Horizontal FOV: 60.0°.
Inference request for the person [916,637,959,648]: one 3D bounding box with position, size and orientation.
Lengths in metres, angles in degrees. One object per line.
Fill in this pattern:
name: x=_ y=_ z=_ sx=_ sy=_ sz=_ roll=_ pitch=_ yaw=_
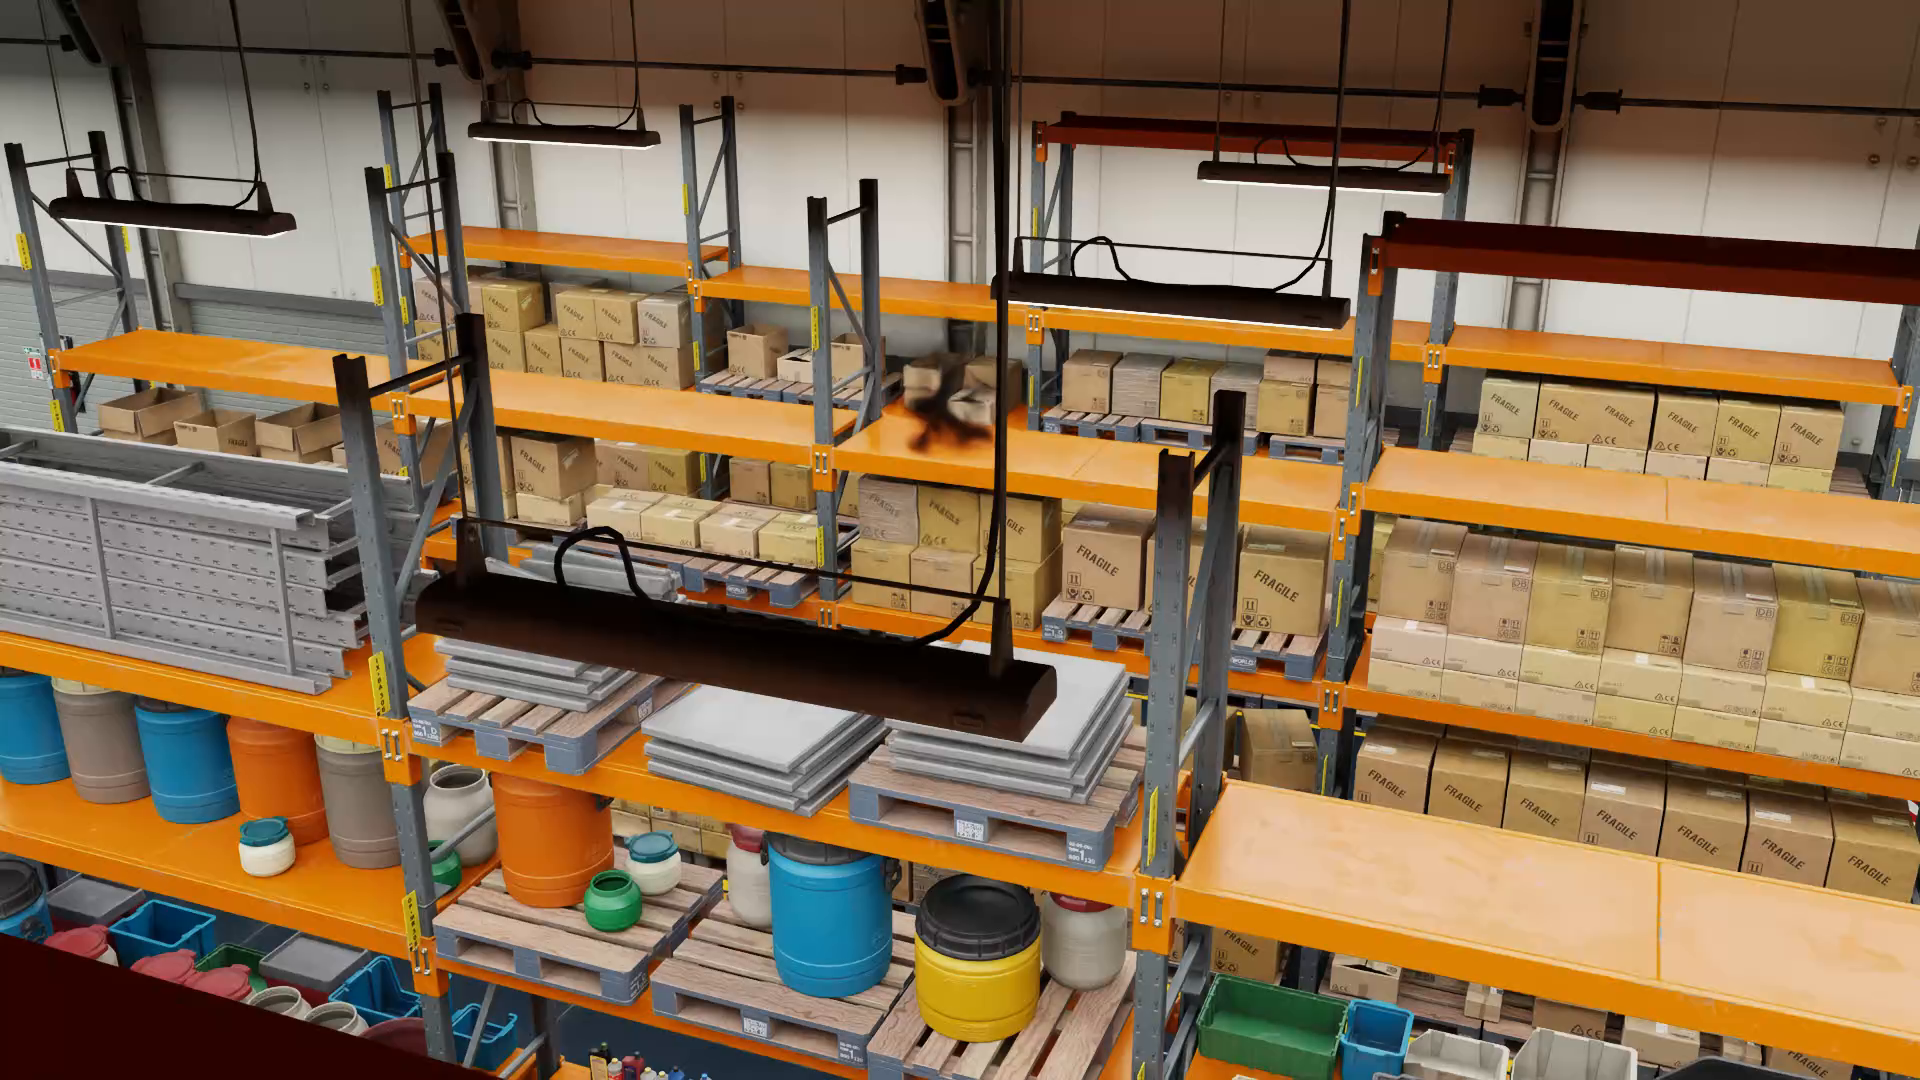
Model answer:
person: x=-0.321 y=1.423 z=16.179 sx=0.696 sy=1.749 sz=0.680 roll=3 pitch=21 yaw=8
